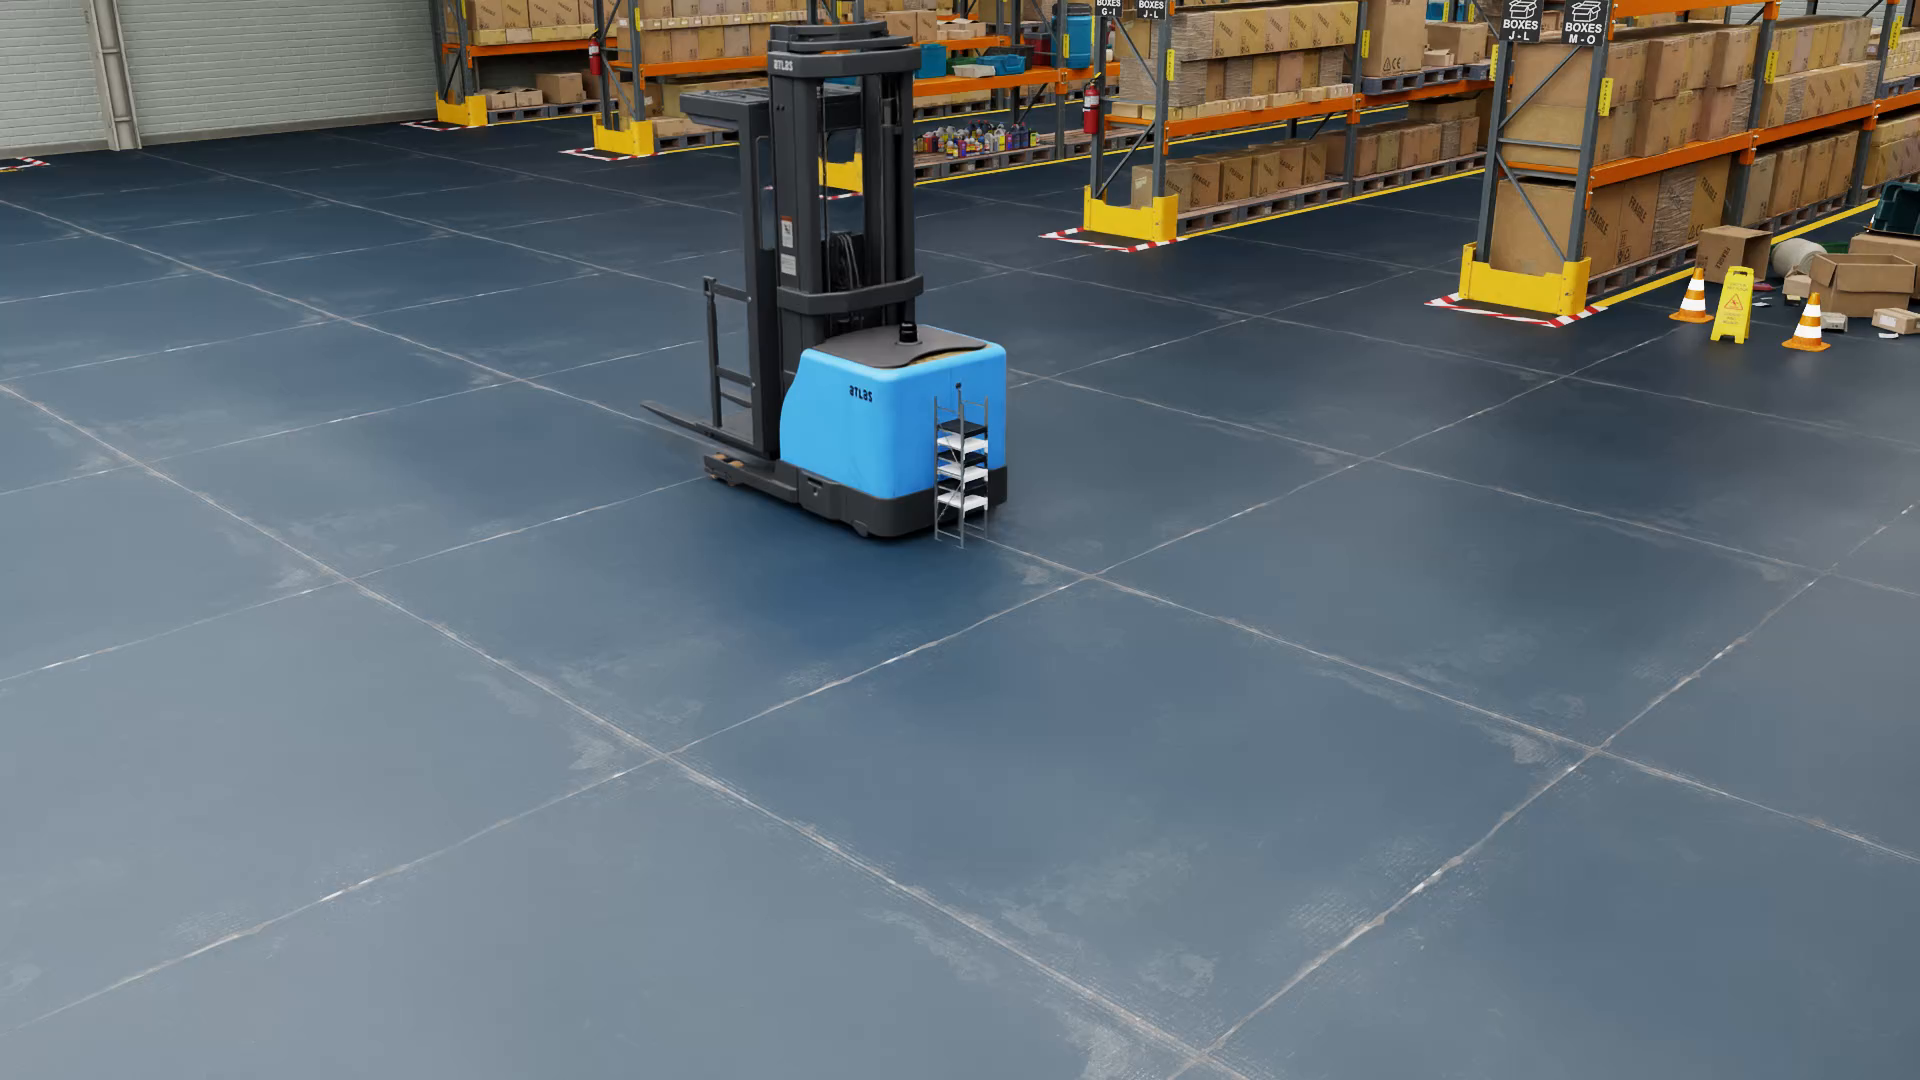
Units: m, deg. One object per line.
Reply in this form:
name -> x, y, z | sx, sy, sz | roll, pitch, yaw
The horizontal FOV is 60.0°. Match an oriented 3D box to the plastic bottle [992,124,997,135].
plastic bottle -> 0.493, -6.062, 24.838 | 0.061, 0.283, 0.133 | 19, 28, 41

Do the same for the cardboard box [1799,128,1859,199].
cardboard box -> 10.492, -4.746, 20.793 | 1.050, 0.750, 0.750 | 19, 28, 40

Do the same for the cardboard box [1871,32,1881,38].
cardboard box -> 12.266, -6.800, 22.522 | 0.250, 0.149, 0.380 | -19, 28, -40

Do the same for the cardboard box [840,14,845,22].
cardboard box -> -2.571, -10.702, 34.061 | 0.250, 0.149, 0.380 | -20, 29, -41

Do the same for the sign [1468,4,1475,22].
sign -> 9.936, -10.241, 32.309 | 0.100, 0.325, 0.005 | 19, 28, 41

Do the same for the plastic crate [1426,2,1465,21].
plastic crate -> 9.430, -10.210, 32.323 | 0.616, 0.435, 0.499 | 19, 28, 41

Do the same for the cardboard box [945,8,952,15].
cardboard box -> -0.392, -11.484, 36.093 | 0.380, 0.149, 0.250 | 20, 28, 41

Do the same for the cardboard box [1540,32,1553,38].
cardboard box -> 8.390, -7.239, 24.587 | 0.500, 0.500, 0.500 | 18, 28, 39

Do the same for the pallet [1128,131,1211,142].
pallet -> 3.381, -6.751, 27.343 | 1.003, 0.211, 1.213 | 19, 28, 41

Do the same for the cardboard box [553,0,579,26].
cardboard box -> -7.113, -9.393, 29.468 | 0.500, 0.500, 0.500 | -19, 28, -40

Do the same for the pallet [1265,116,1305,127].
pallet -> 5.320, -7.465, 29.203 | 1.003, 0.211, 1.213 | 19, 28, 41

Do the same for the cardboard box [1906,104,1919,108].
cardboard box -> 13.433, -5.887, 23.064 | 0.500, 0.250, 0.500 | 18, 28, 39

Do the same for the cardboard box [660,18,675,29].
cardboard box -> -4.568, -7.891, 25.380 | 0.380, 0.149, 0.250 | 18, 28, 39

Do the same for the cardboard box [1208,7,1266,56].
cardboard box -> 3.198, -5.927, 19.365 | 0.500, 0.500, 0.500 | 19, 28, 41

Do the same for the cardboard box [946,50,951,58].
cardboard box -> -0.719, -10.742, 36.253 | 0.750, 0.750, 0.750 | 20, 28, 41

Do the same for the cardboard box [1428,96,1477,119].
cardboard box -> 7.052, -6.211, 23.878 | 0.500, 0.250, 0.500 | -19, 28, -40

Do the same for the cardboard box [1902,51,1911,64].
cardboard box -> 12.010, -6.231, 21.455 | 0.380, 0.149, 0.250 | 19, 28, 41

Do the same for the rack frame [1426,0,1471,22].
rack frame -> 9.530, -10.298, 32.686 | 1.000, 3.000, 0.127 | 19, 28, 41

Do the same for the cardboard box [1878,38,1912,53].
cardboard box -> 11.987, -6.361, 21.379 | 0.380, 0.149, 0.250 | 18, 27, 38

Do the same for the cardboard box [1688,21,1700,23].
cardboard box -> 12.222, -8.675, 28.258 | 0.500, 0.250, 0.500 | 18, 27, 39

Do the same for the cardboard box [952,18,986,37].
cardboard box -> 0.118, -9.358, 30.365 | 0.500, 0.311, 0.500 | -18, 27, -39

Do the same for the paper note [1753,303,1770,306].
paper note -> 7.682, -2.259, 15.911 | 0.142, 0.017, 0.144 | -10, 23, -24

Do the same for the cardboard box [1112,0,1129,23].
cardboard box -> 3.358, -10.750, 33.722 | 0.500, 0.500, 0.500 | -20, 28, -41

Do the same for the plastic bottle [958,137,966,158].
plastic bottle -> 0.027, -5.564, 23.543 | 0.133, 0.283, 0.061 | -20, 28, -41

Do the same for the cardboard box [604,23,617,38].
cardboard box -> -6.406, -9.309, 30.293 | 0.500, 0.250, 0.500 | 19, 28, 41

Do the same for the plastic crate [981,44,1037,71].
plastic crate -> 0.703, -7.082, 24.405 | 0.767, 0.338, 0.504 | 19, 28, 41

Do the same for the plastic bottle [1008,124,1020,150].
plastic bottle -> 0.782, -5.895, 24.310 | 0.144, 0.351, 0.185 | 18, 27, 38

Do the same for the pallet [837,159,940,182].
pallet -> -1.042, -5.122, 23.107 | 1.003, 0.211, 1.213 | 19, 28, 41

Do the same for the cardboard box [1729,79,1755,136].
cardboard box -> 7.942, -4.679, 17.857 | 0.875, 0.550, 0.550 | 19, 28, 41

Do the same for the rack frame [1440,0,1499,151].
rack frame -> 7.498, -7.002, 24.111 | 1.000, 3.000, 0.127 | 19, 28, 41

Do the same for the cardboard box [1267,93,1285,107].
cardboard box -> 3.711, -5.346, 20.152 | 0.380, 0.149, 0.250 | 19, 28, 41

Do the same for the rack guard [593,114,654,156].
rack guard -> -5.195, -6.253, 25.646 | 1.175, 0.500, 0.348 | 19, 28, 41

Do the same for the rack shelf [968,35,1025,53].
rack shelf -> 1.798, -9.661, 32.030 | 1.077, 0.370, 4.000 | 19, 28, 41

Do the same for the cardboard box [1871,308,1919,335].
cardboard box -> 8.484, -1.977, 15.010 | 0.250, 0.149, 0.380 | -6, 22, -15

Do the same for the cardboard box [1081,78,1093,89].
cardboard box -> 2.353, -9.097, 32.432 | 0.500, 0.500, 0.500 | 20, 29, 41

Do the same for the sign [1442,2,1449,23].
sign -> 7.098, -7.680, 24.262 | 0.100, 0.325, 0.005 | 19, 28, 41

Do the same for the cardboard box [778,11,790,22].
cardboard box -> -2.961, -8.481, 26.916 | 0.380, 0.149, 0.250 | 19, 28, 41

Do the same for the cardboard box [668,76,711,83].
cardboard box -> -4.330, -7.161, 26.728 | 0.500, 0.500, 0.500 | 19, 28, 41

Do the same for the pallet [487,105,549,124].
pallet -> -8.085, -7.583, 29.508 | 1.003, 0.211, 1.213 | 19, 28, 41

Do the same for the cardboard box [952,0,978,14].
cardboard box -> 0.032, -12.025, 36.760 | 0.700, 0.700, 0.980 | -20, 28, -41

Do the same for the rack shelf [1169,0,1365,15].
rack shelf -> 3.312, -6.524, 19.689 | 1.077, 0.370, 4.000 | 19, 28, 41

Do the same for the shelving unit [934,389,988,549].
shelving unit -> 0.006, -0.422, 9.919 | 0.258, 0.900, 0.210 | 19, 28, 41

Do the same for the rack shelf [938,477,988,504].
rack shelf -> 0.006, -0.307, 9.963 | 0.258, 0.077, 0.200 | 19, 28, 41

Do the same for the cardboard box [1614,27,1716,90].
cardboard box -> 7.133, -4.919, 16.978 | 0.875, 0.550, 0.550 | 19, 28, 41

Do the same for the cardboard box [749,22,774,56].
cardboard box -> -3.409, -8.120, 26.880 | 0.500, 0.500, 0.700 | -20, 28, -41

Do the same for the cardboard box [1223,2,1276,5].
cardboard box -> 3.515, -6.317, 20.380 | 0.500, 0.500, 0.500 | 19, 28, 41

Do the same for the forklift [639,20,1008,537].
forklift -> -1.062, -1.832, 10.755 | 1.130, 2.935, 3.031 | -18, 27, -39

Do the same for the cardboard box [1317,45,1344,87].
cardboard box -> 4.349, -6.059, 21.104 | 0.875, 0.500, 0.500 | 19, 28, 41

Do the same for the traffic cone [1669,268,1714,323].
traffic cone -> 6.788, -2.275, 15.349 | 0.336, 0.463, 0.334 | 19, 28, 41

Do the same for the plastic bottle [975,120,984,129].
plastic bottle -> 0.298, -6.079, 24.787 | 0.185, 0.351, 0.144 | -19, 28, -41

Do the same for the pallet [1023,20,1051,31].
pallet -> 1.756, -9.894, 31.902 | 1.003, 0.211, 1.213 | 19, 28, 41

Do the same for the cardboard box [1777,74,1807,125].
cardboard box -> 9.102, -4.951, 18.635 | 0.500, 0.500, 0.500 | 20, 28, 41
